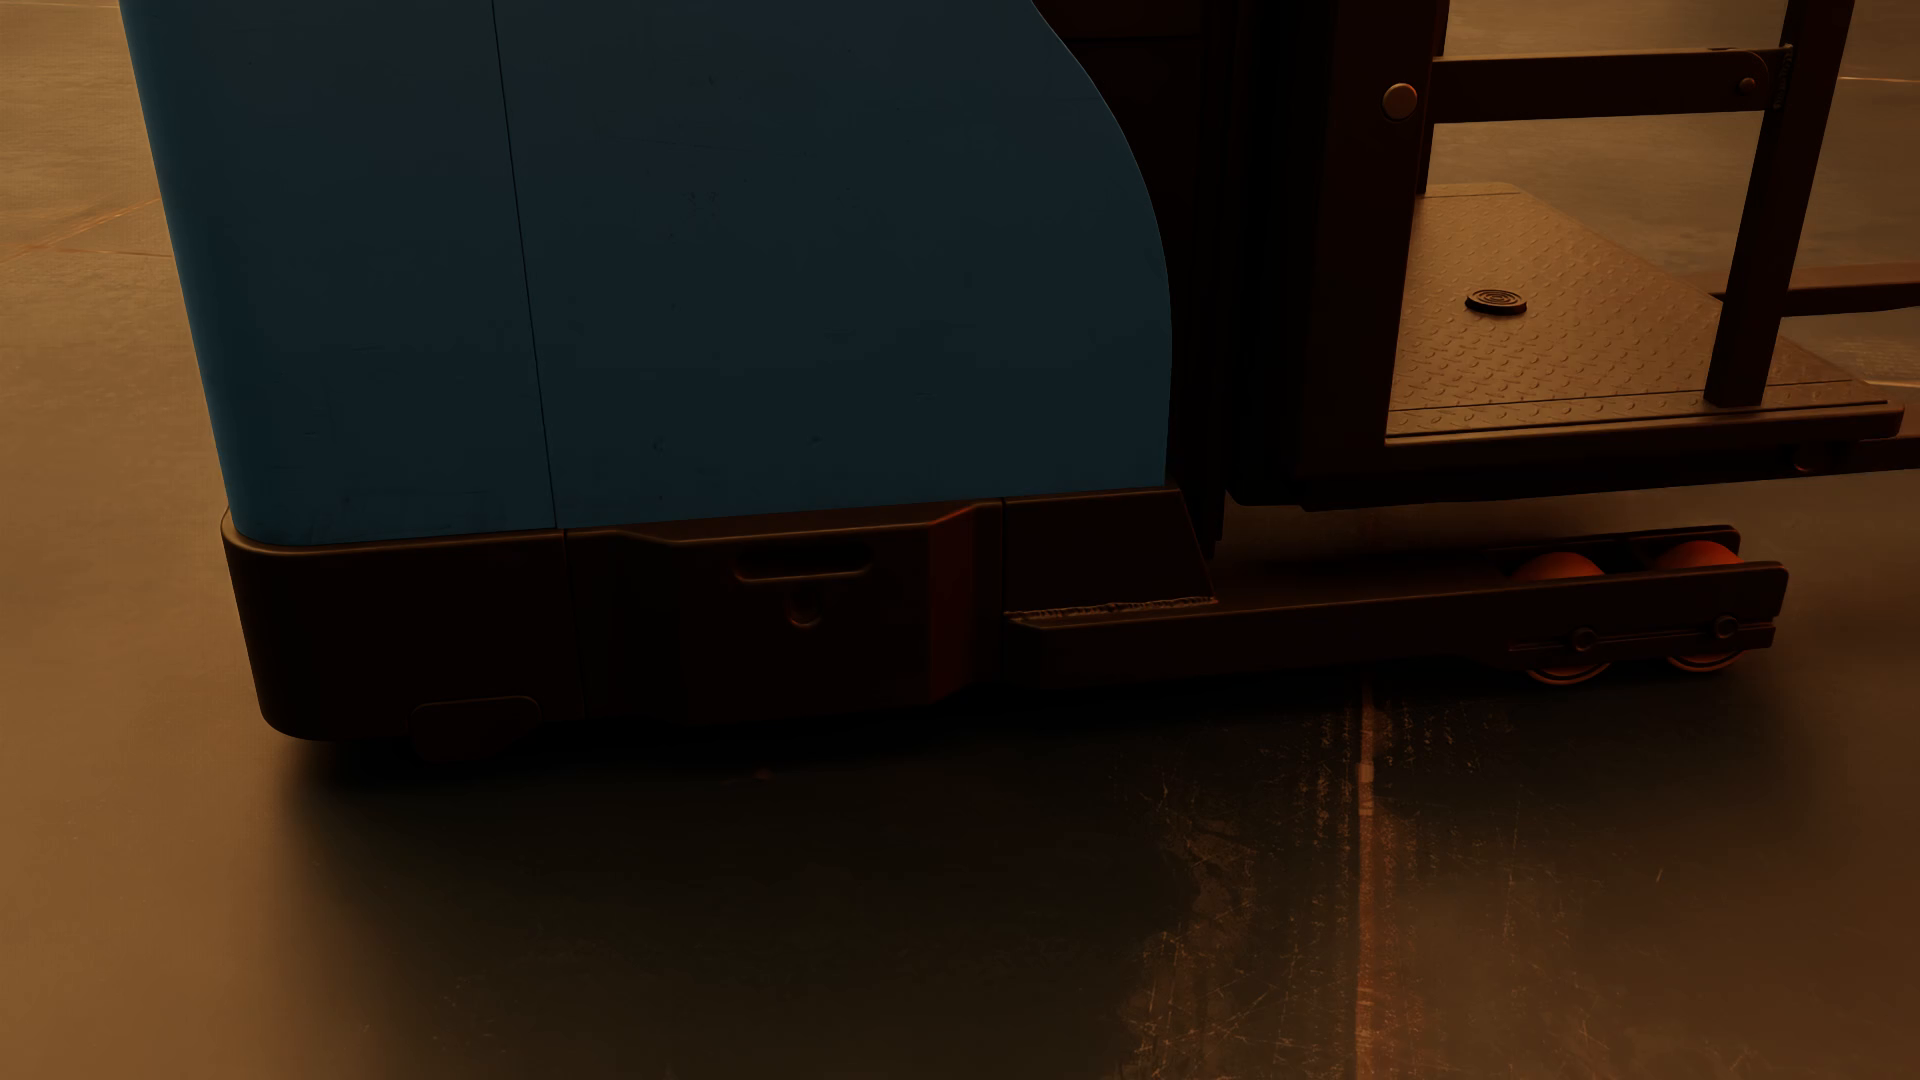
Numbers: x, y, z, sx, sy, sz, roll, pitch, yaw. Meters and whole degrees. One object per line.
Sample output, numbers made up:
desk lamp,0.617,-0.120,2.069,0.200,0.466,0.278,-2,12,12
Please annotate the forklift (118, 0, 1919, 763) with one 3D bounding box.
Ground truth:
forklift,0.600,-1.354,1.930,3.031,2.935,1.130,-4,27,-9
